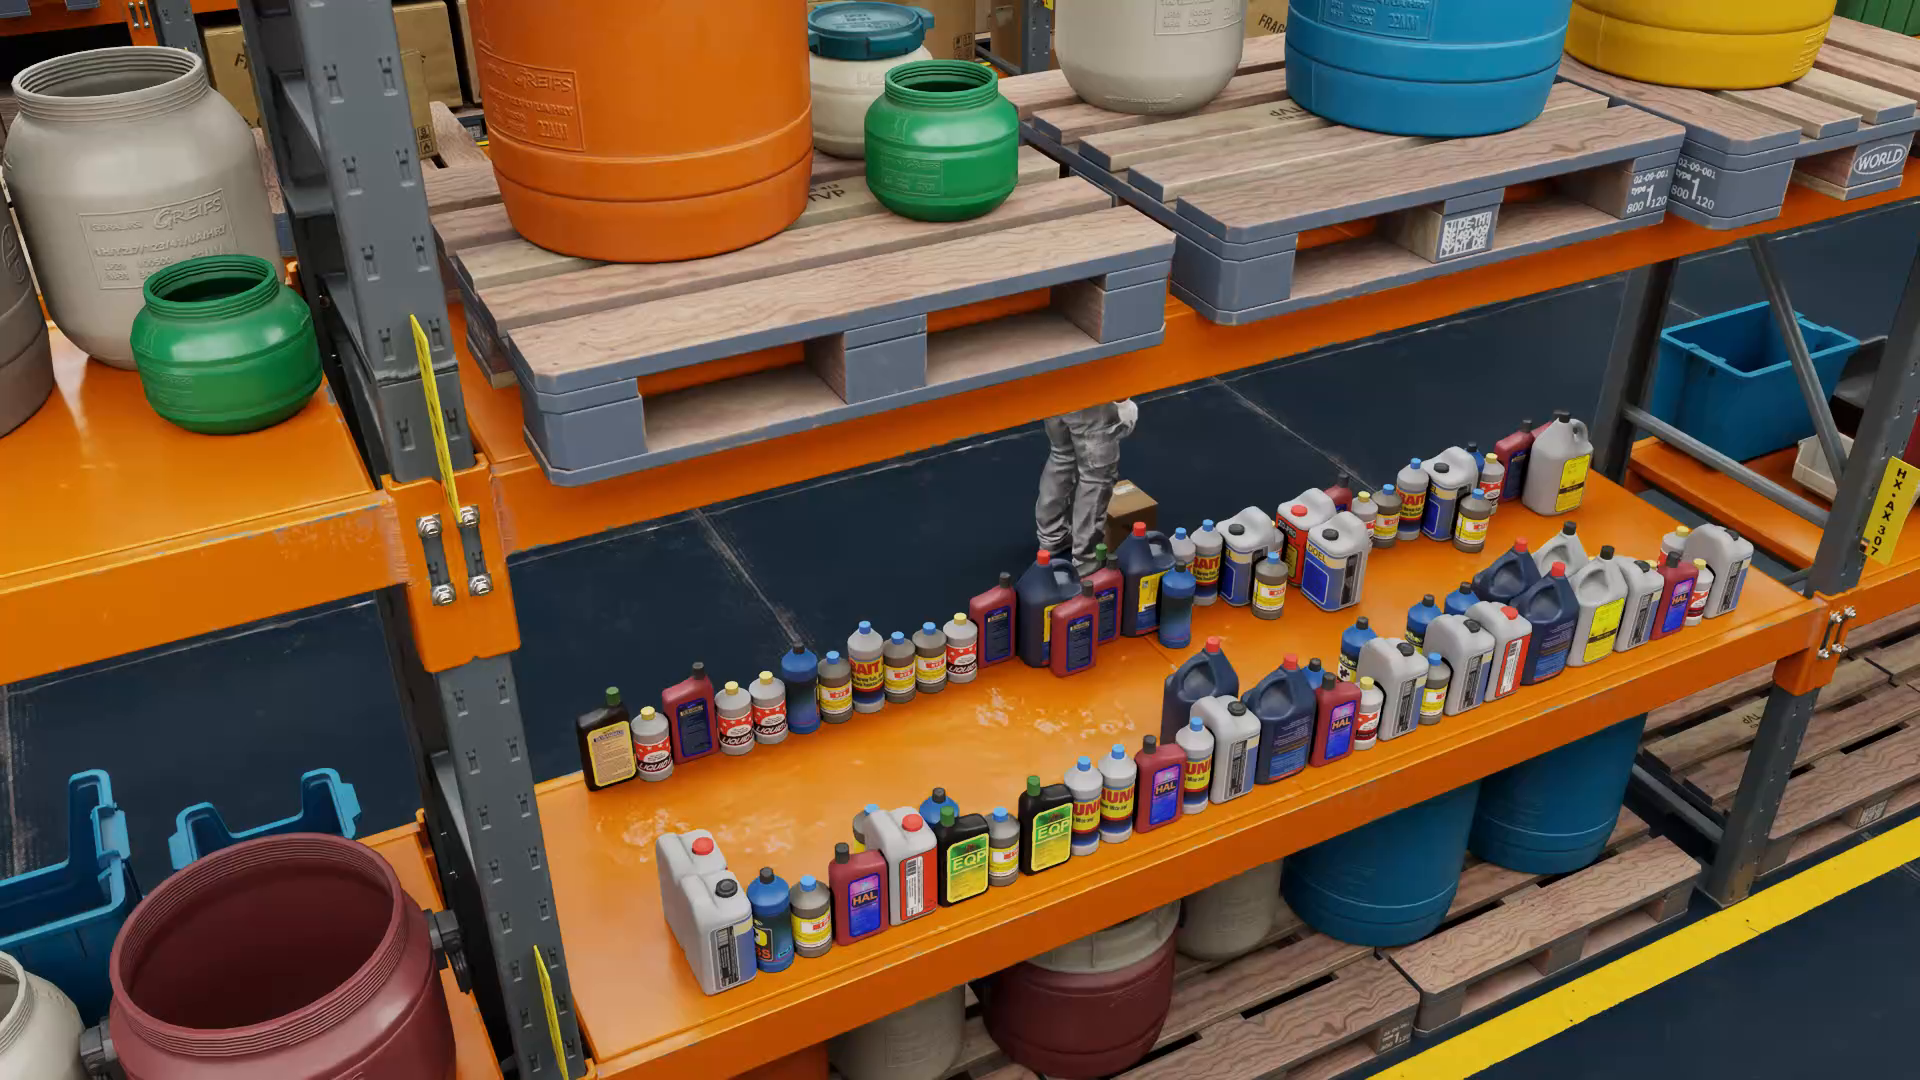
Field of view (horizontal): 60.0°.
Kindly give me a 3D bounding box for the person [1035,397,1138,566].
[{"bbox_3d":[0.529,-0.672,7.172,0.446,1.775,0.629,-18,37,-26],"label":"person"}]
